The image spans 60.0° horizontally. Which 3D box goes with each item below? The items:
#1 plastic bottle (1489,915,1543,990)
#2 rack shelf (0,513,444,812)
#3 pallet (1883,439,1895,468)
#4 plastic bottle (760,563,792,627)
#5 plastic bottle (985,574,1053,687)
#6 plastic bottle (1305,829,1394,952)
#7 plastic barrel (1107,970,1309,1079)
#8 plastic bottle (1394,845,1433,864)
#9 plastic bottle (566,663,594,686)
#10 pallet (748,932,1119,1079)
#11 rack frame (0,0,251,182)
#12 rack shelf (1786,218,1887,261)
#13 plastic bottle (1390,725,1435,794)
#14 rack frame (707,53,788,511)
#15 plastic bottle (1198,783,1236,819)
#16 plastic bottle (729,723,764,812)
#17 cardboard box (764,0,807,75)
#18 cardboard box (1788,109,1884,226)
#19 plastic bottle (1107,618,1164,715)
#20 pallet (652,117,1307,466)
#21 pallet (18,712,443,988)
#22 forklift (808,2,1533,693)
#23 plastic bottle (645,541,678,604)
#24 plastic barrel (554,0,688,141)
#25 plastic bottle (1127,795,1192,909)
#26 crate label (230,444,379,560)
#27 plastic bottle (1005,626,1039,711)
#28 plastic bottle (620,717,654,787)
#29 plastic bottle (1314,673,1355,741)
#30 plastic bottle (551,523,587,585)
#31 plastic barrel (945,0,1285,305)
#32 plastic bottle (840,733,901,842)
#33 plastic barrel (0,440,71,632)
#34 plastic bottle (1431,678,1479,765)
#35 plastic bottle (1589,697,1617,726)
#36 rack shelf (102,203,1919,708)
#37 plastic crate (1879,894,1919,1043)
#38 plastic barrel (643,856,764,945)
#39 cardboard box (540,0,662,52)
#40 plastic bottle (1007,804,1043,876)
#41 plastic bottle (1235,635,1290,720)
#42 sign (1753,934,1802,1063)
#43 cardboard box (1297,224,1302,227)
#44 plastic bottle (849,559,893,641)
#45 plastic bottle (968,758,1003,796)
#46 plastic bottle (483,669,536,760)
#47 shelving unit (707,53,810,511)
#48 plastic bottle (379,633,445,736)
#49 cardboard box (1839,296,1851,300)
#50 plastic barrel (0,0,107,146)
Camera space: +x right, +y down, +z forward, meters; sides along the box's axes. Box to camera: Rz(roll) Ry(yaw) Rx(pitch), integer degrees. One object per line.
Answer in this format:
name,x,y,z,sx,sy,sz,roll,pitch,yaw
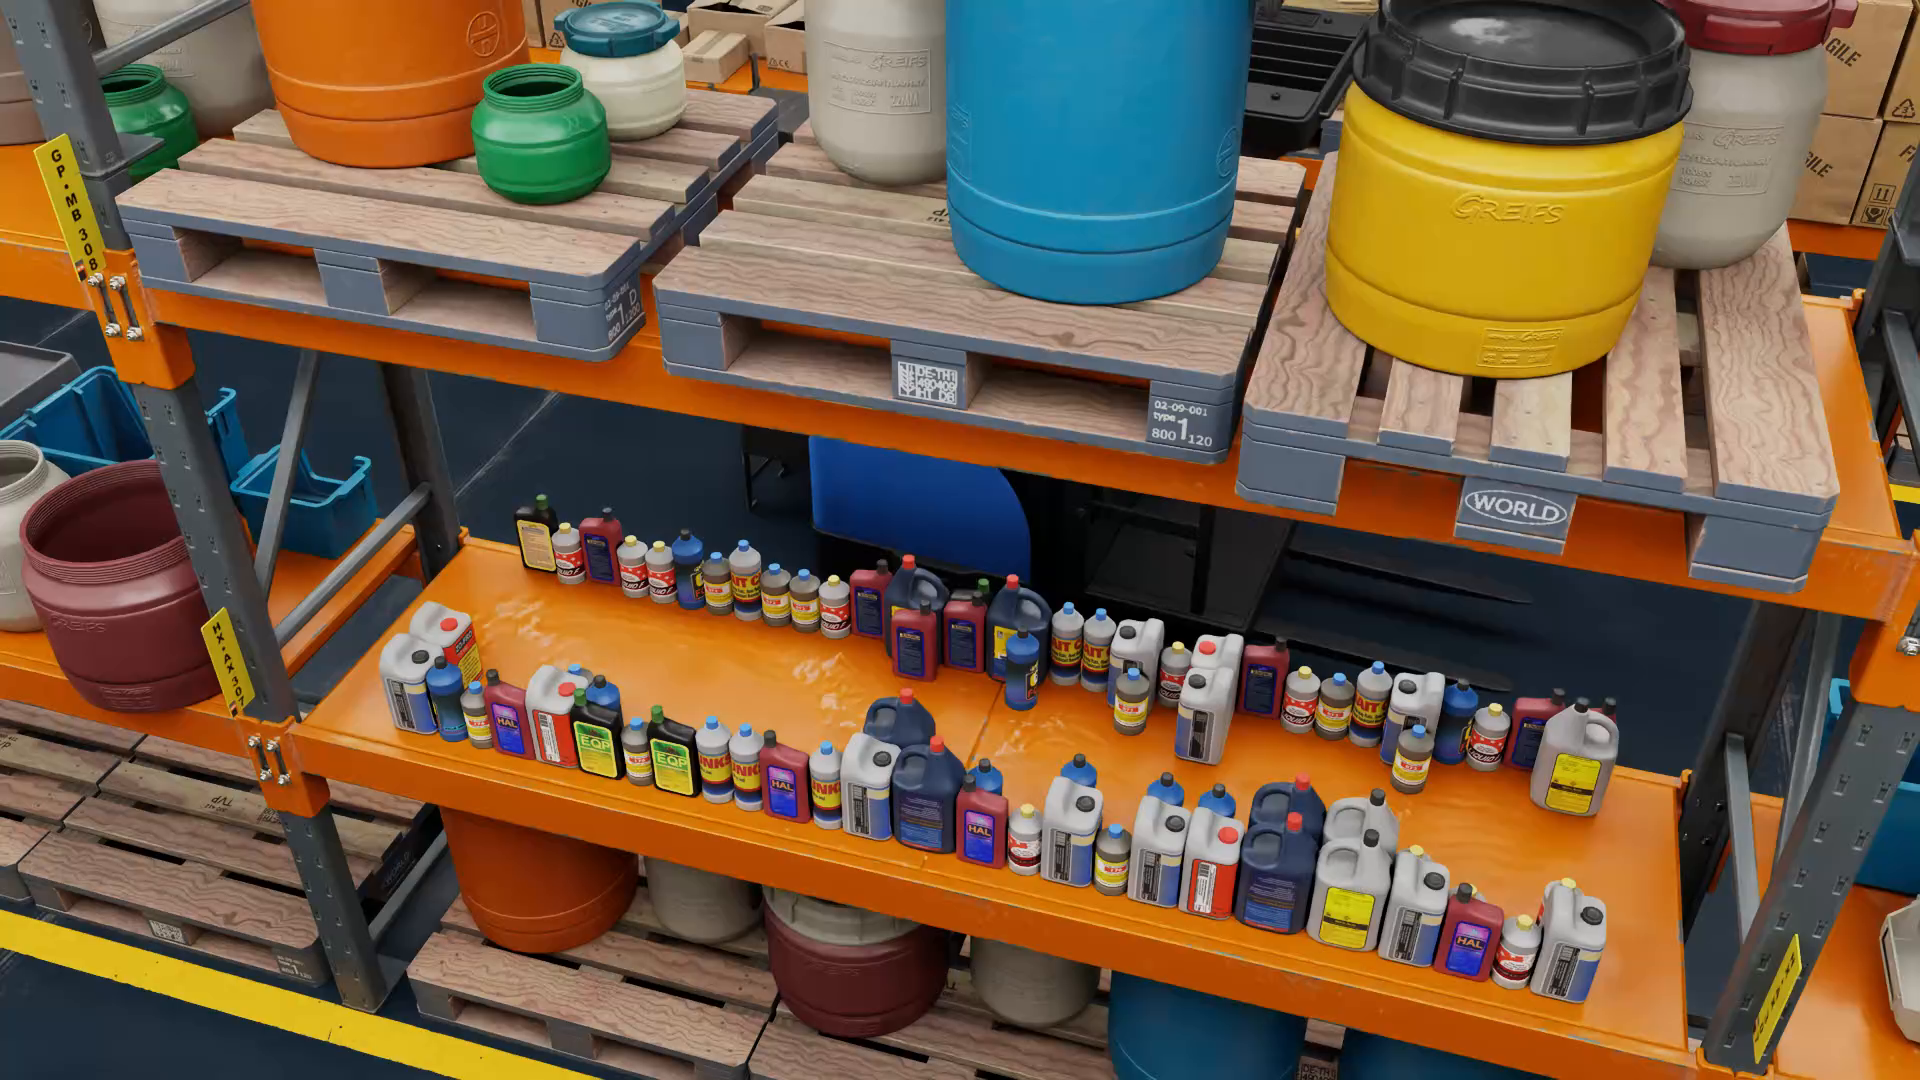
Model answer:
plastic bottle,1.354,0.991,4.041,0.097,0.201,0.097,0,36,0
rack shelf,-3.782,0.032,5.783,4.000,0.370,1.077,10,38,14
pallet,4.081,-0.754,8.597,1.213,0.211,1.003,10,38,14
plastic bottle,-0.570,0.163,5.165,0.097,0.201,0.097,0,36,0
plastic bottle,0.175,0.255,4.914,0.185,0.351,0.144,10,38,14
plastic bottle,0.970,0.845,4.113,0.185,0.351,0.144,10,38,14
plastic barrel,0.755,1.247,4.941,0.708,0.901,0.600,10,38,14
plastic bottle,1.143,0.857,4.222,0.097,0.201,0.097,0,36,0
plastic bottle,-1.095,0.443,4.786,0.097,0.201,0.097,0,36,0
pallet,0.053,1.551,5.465,1.213,0.211,1.003,10,38,14
rack frame,-1.873,-2.321,3.312,0.127,3.000,1.000,10,38,14
rack shelf,5.335,-1.356,7.669,4.000,0.370,1.077,10,38,14
plastic bottle,1.248,0.594,4.580,0.097,0.201,0.097,0,36,0
rack frame,-0.935,-1.093,7.463,0.015,2.100,0.400,14,39,18
plastic bottle,0.662,0.740,4.323,0.097,0.271,0.097,0,36,0
plastic bottle,-0.572,0.606,4.505,0.097,0.271,0.097,0,36,0
cardboard box,-0.726,-2.760,9.044,0.500,0.311,0.500,13,38,17
cardboard box,3.831,-1.796,7.575,0.500,0.500,0.500,11,38,15
plastic bottle,0.512,0.350,4.848,0.135,0.276,0.152,10,38,14
pallet,0.084,-0.612,3.679,1.213,0.211,1.003,10,38,14
pallet,-2.601,1.060,6.132,1.213,0.211,1.003,10,38,14
forklift,0.906,-0.928,6.538,3.031,2.935,1.130,14,39,18
plastic bottle,-0.942,0.094,5.259,0.097,0.201,0.097,0,36,0
plastic barrel,-0.806,-1.119,3.972,0.301,0.262,0.301,0,36,0
plastic bottle,0.514,0.788,4.253,0.135,0.276,0.152,10,38,14
crate label,-2.163,-0.124,5.529,0.416,0.233,0.303,10,38,14
plastic bottle,0.180,0.363,4.834,0.097,0.271,0.097,0,36,0
plastic bottle,-0.885,0.576,4.604,0.097,0.201,0.097,0,36,0
plastic bottle,1.072,0.467,4.752,0.097,0.201,0.097,0,36,0
plastic bottle,-1.255,0.036,5.338,0.097,0.201,0.097,0,36,0
plastic barrel,0.270,-0.992,3.259,0.708,0.901,0.600,10,38,14
plastic bottle,-0.233,0.650,4.441,0.135,0.276,0.152,10,38,14
plastic barrel,-2.918,-0.011,5.140,0.421,0.512,0.421,0,36,0
plastic bottle,1.387,0.497,4.652,0.097,0.271,0.097,0,36,0
plastic bottle,1.722,0.543,4.580,0.133,0.283,0.061,10,38,14
rack shelf,0.036,-0.469,3.934,4.000,0.370,1.077,10,38,14
plastic crate,2.347,1.048,3.968,0.243,0.136,0.396,10,38,14
plastic barrel,-0.835,1.054,5.532,0.421,0.512,0.421,0,36,0
cardboard box,-1.999,-3.034,9.258,0.500,0.500,0.500,9,37,11
plastic bottle,0.174,0.772,4.338,0.097,0.201,0.097,0,36,0
plastic bottle,0.875,0.386,4.793,0.133,0.283,0.061,10,38,14
sign,1.779,1.002,3.625,0.005,0.325,0.100,10,38,14
cardboard box,2.049,-1.574,9.096,0.500,0.500,0.500,11,38,14
plastic bottle,-0.269,0.175,5.081,0.133,0.283,0.061,10,38,14
plastic bottle,0.065,0.686,4.396,0.097,0.271,0.097,0,36,0
plastic bottle,-1.256,0.486,4.658,0.133,0.283,0.061,10,38,14
shelving unit,-0.710,-1.037,7.388,0.503,2.100,0.431,14,39,18
plastic bottle,-1.556,0.405,4.774,0.135,0.276,0.152,10,38,14
cardboard box,4.770,-1.021,8.504,0.500,0.311,0.500,10,38,14
plastic barrel,-2.592,-1.582,4.416,0.600,0.901,0.600,0,36,0
